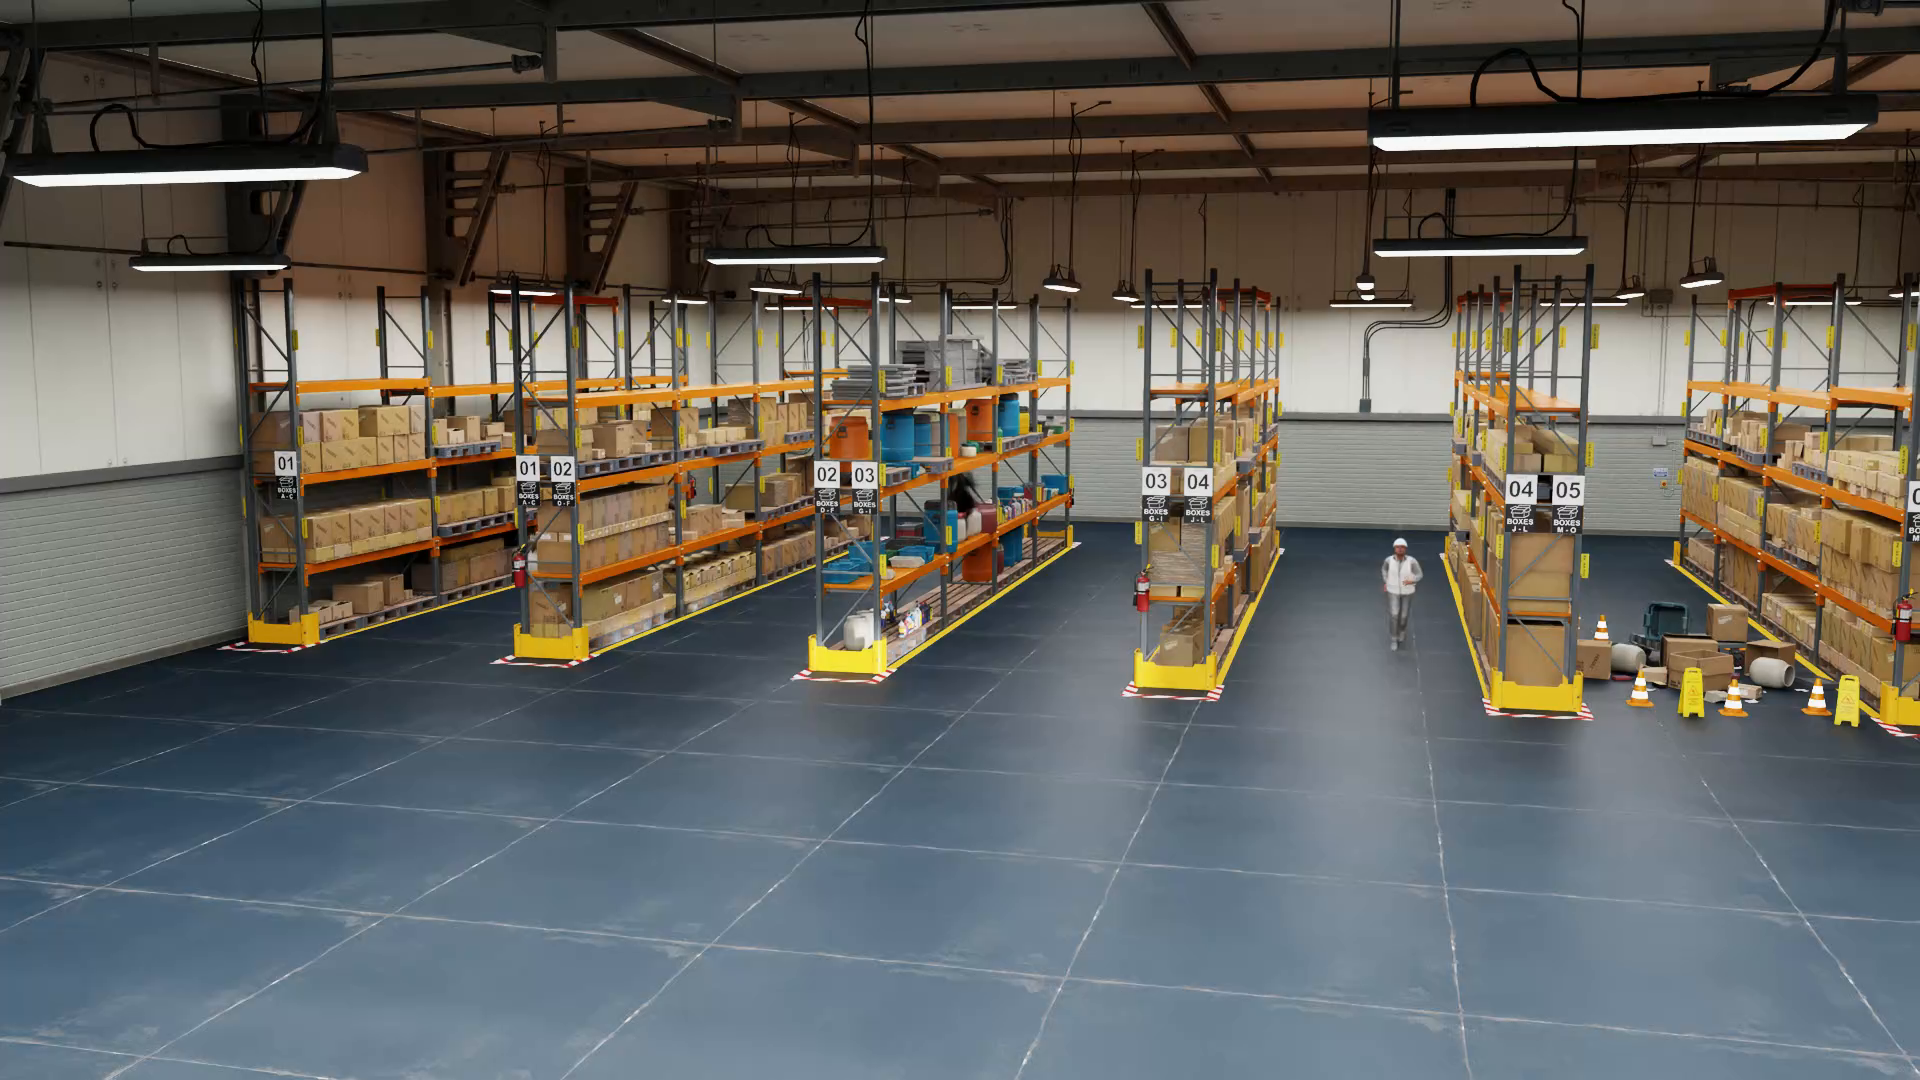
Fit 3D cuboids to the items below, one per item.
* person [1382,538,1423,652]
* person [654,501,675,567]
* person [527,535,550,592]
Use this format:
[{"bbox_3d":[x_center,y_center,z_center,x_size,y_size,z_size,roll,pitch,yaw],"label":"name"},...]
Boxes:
[{"bbox_3d":[7.211,0.872,27.155,0.650,1.823,0.814,2,7,16],"label":"person"},{"bbox_3d":[-6.537,-0.196,36.070,0.727,1.824,0.973,2,7,13],"label":"person"},{"bbox_3d":[-7.334,0.735,28.642,0.552,1.663,0.628,1,7,12],"label":"person"}]
